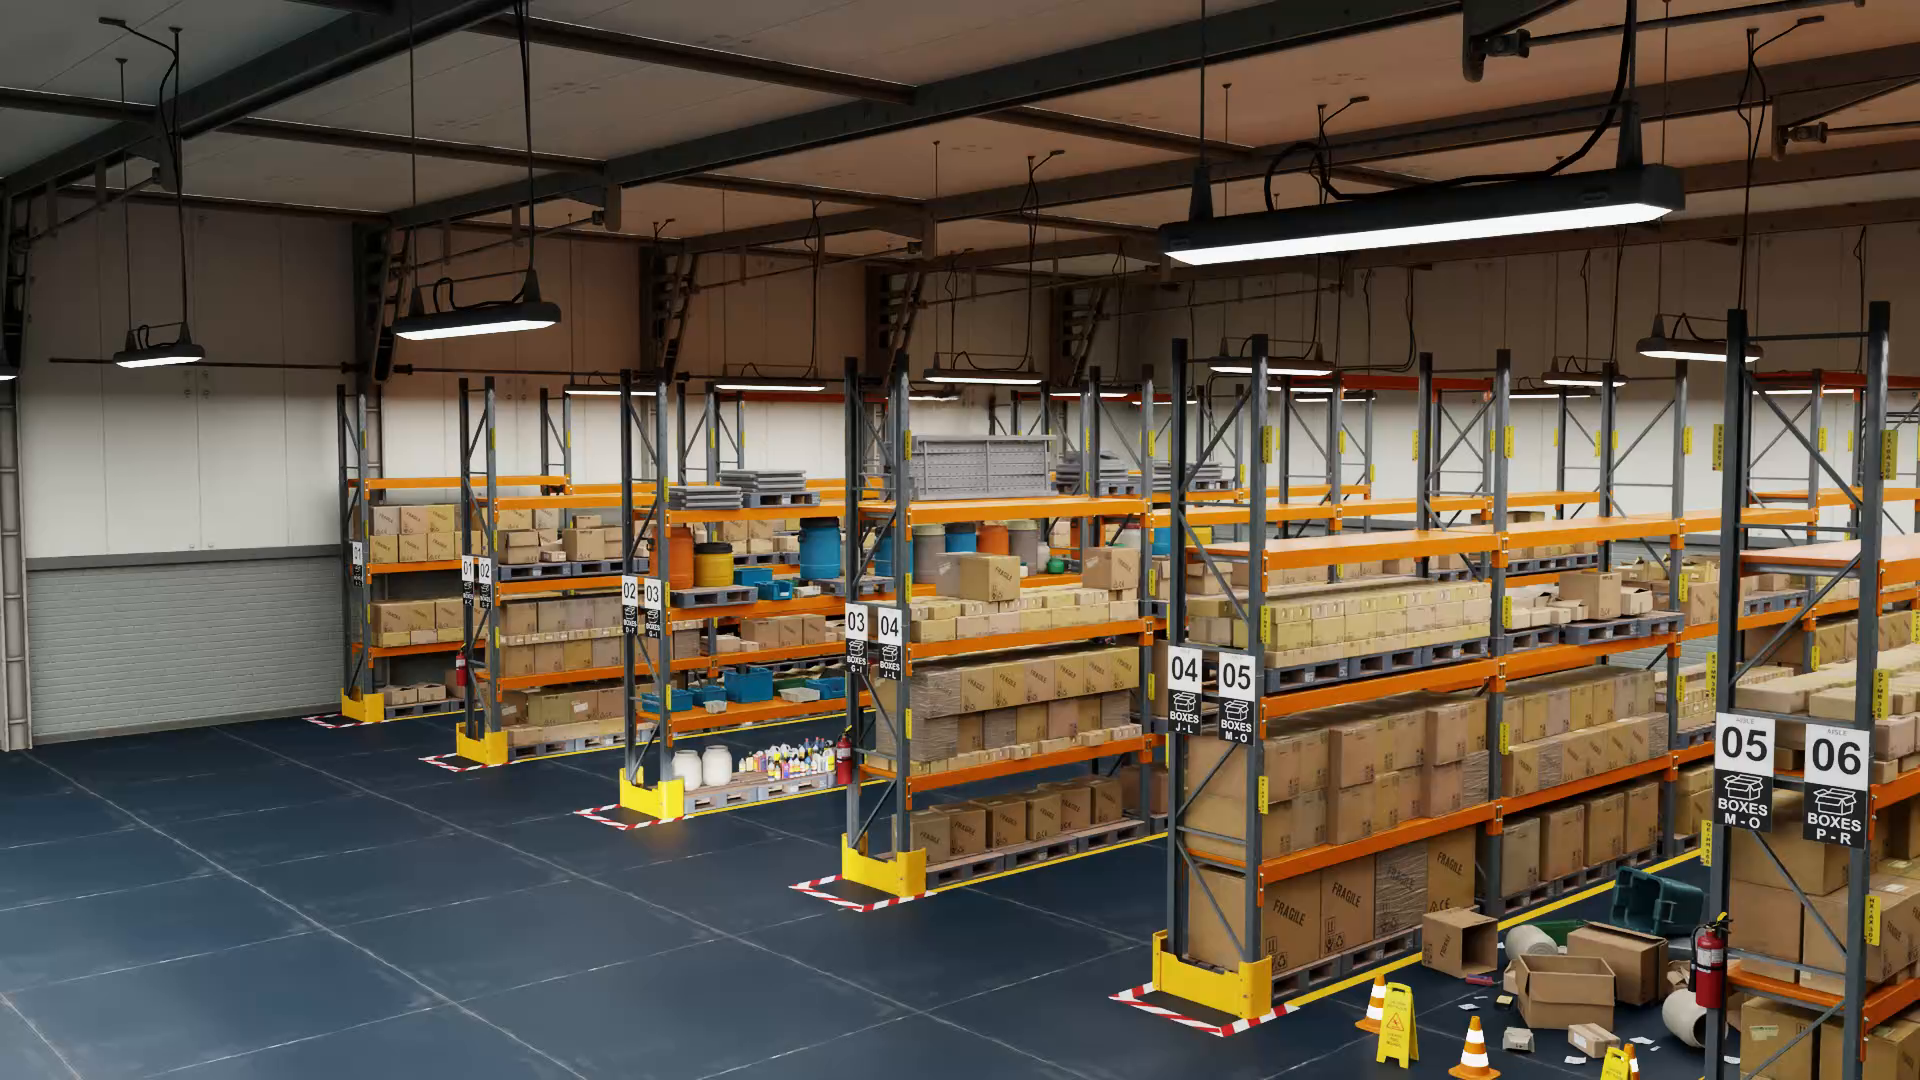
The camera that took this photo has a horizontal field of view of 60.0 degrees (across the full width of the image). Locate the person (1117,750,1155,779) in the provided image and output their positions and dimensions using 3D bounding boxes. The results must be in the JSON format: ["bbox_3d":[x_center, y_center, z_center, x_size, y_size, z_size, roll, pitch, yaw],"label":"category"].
[{"bbox_3d":[2.536,2.752,23.968,1.013,1.735,0.657,-3,5,-41],"label":"person"}]
